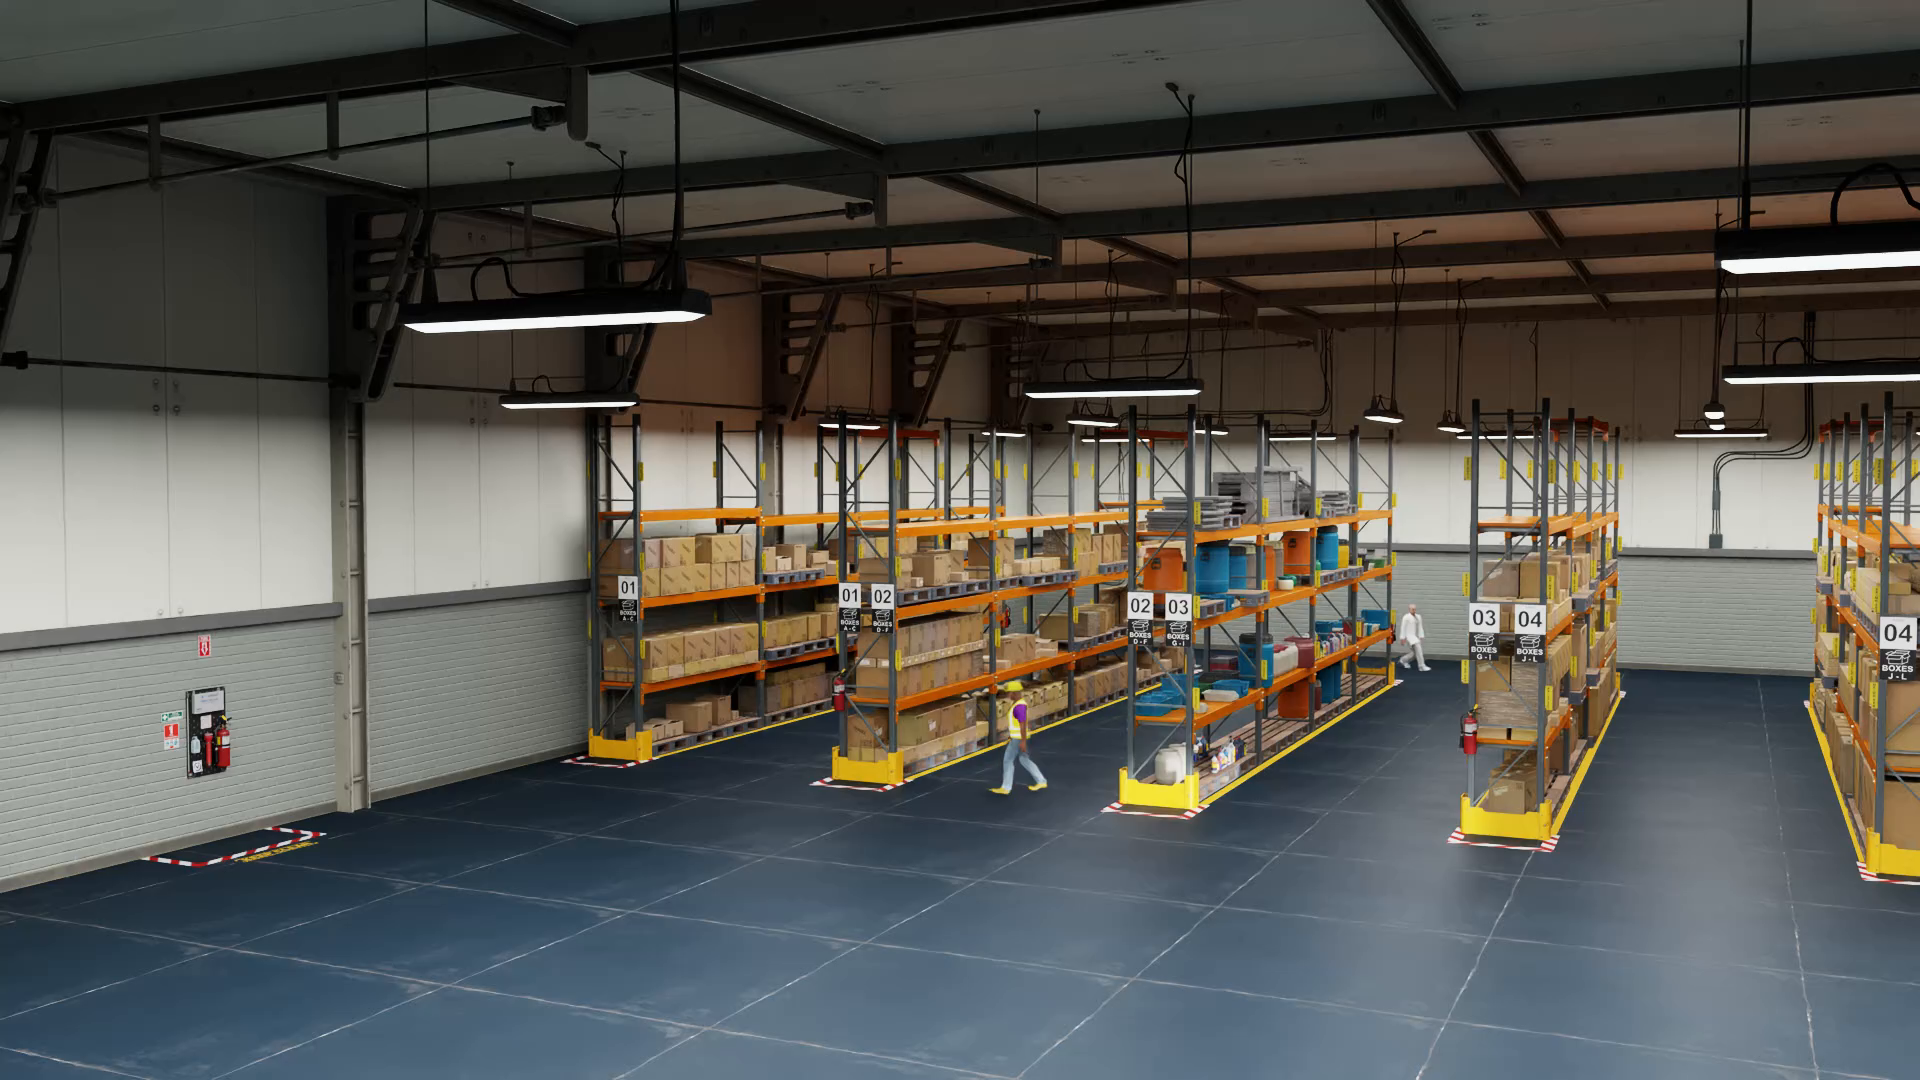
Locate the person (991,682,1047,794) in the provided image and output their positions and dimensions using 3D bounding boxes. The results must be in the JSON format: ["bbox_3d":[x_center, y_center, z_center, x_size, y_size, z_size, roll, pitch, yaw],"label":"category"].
[{"bbox_3d":[0.924,3.072,25.893,0.863,1.745,0.616,0,2,4],"label":"person"}]

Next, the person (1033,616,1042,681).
[{"bbox_3d":[2.008,2.579,39.774,0.442,1.559,0.843,2,3,34],"label":"person"}]

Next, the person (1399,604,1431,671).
[{"bbox_3d":[11.448,2.546,41.909,0.565,1.477,1.163,-1,3,-30],"label":"person"}]

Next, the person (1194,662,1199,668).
[{"bbox_3d":[5.693,2.472,42.472,1.001,1.558,0.441,2,3,41],"label":"person"}]
